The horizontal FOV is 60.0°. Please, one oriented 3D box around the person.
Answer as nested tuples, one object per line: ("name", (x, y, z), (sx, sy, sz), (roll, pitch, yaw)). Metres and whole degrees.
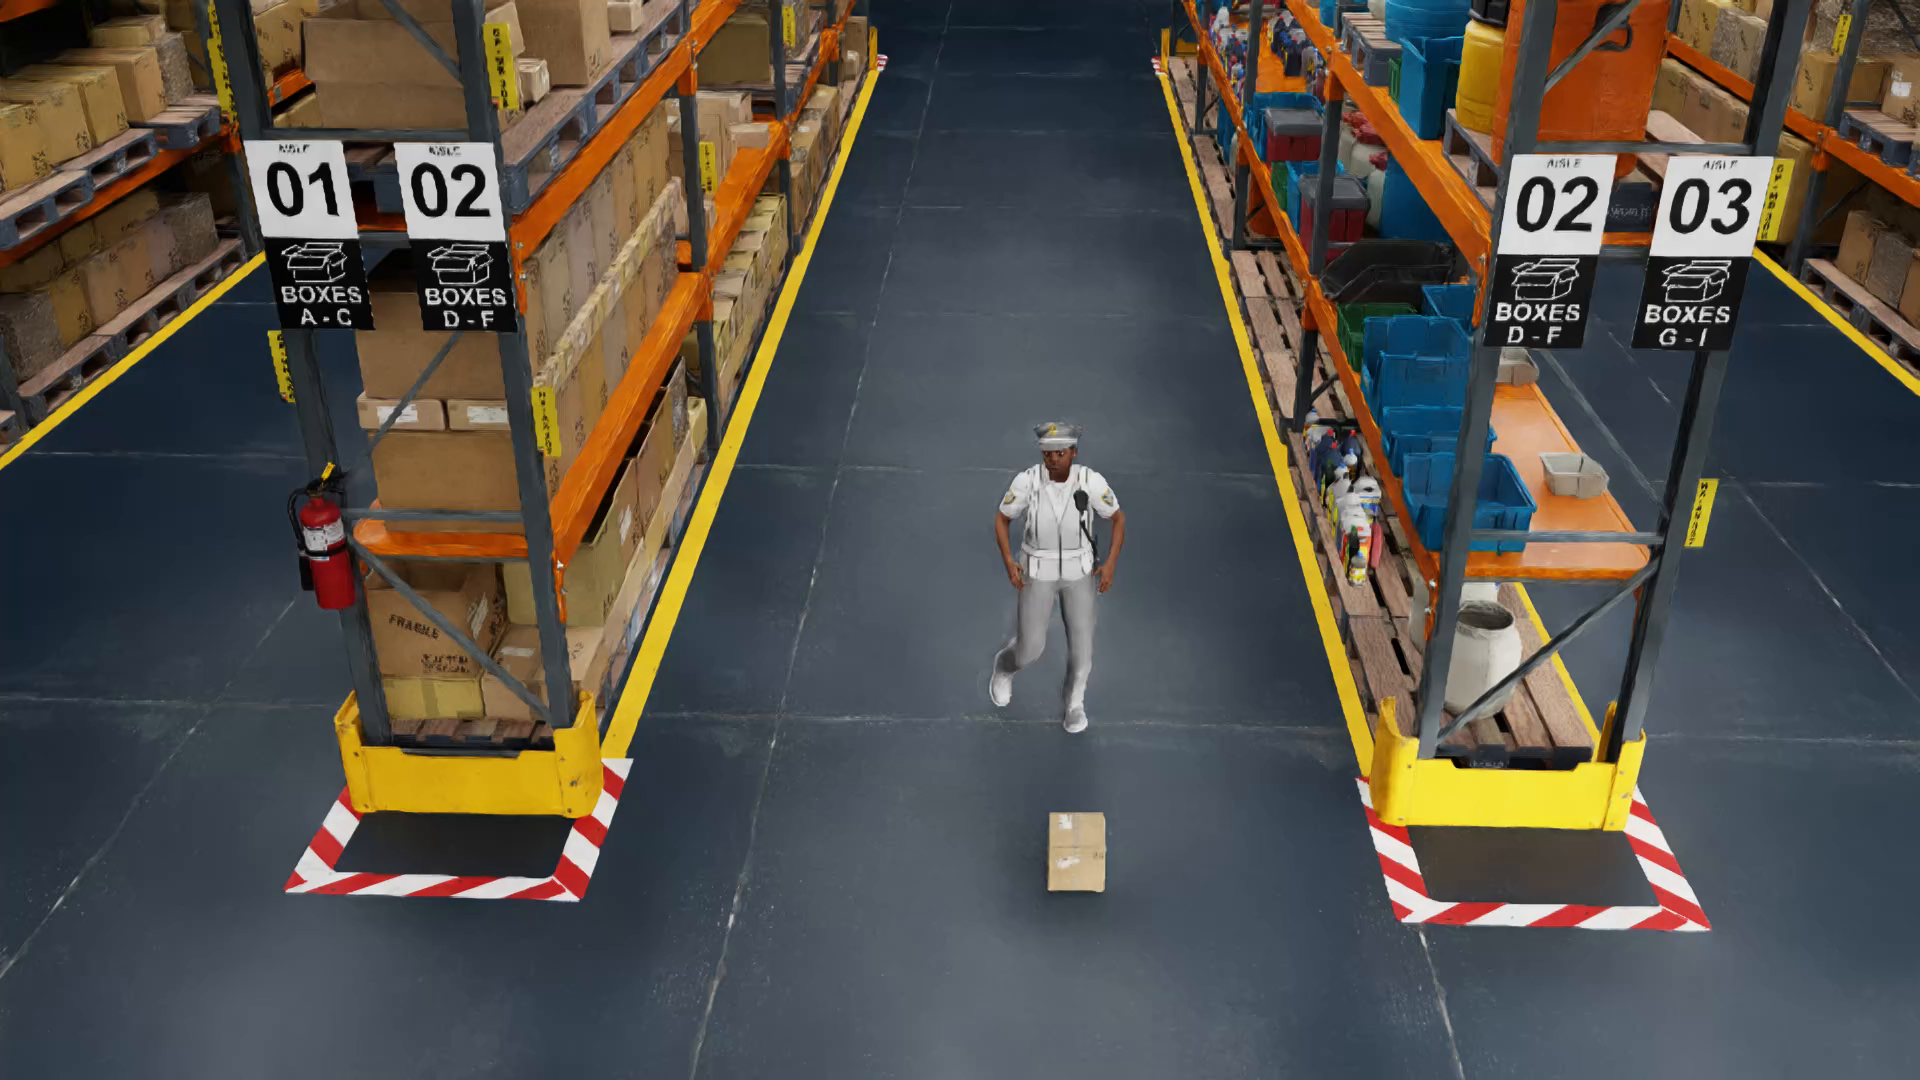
("person", (0.494, 0.180, 8.290), (0.673, 1.667, 0.466), (-2, 28, -4))
